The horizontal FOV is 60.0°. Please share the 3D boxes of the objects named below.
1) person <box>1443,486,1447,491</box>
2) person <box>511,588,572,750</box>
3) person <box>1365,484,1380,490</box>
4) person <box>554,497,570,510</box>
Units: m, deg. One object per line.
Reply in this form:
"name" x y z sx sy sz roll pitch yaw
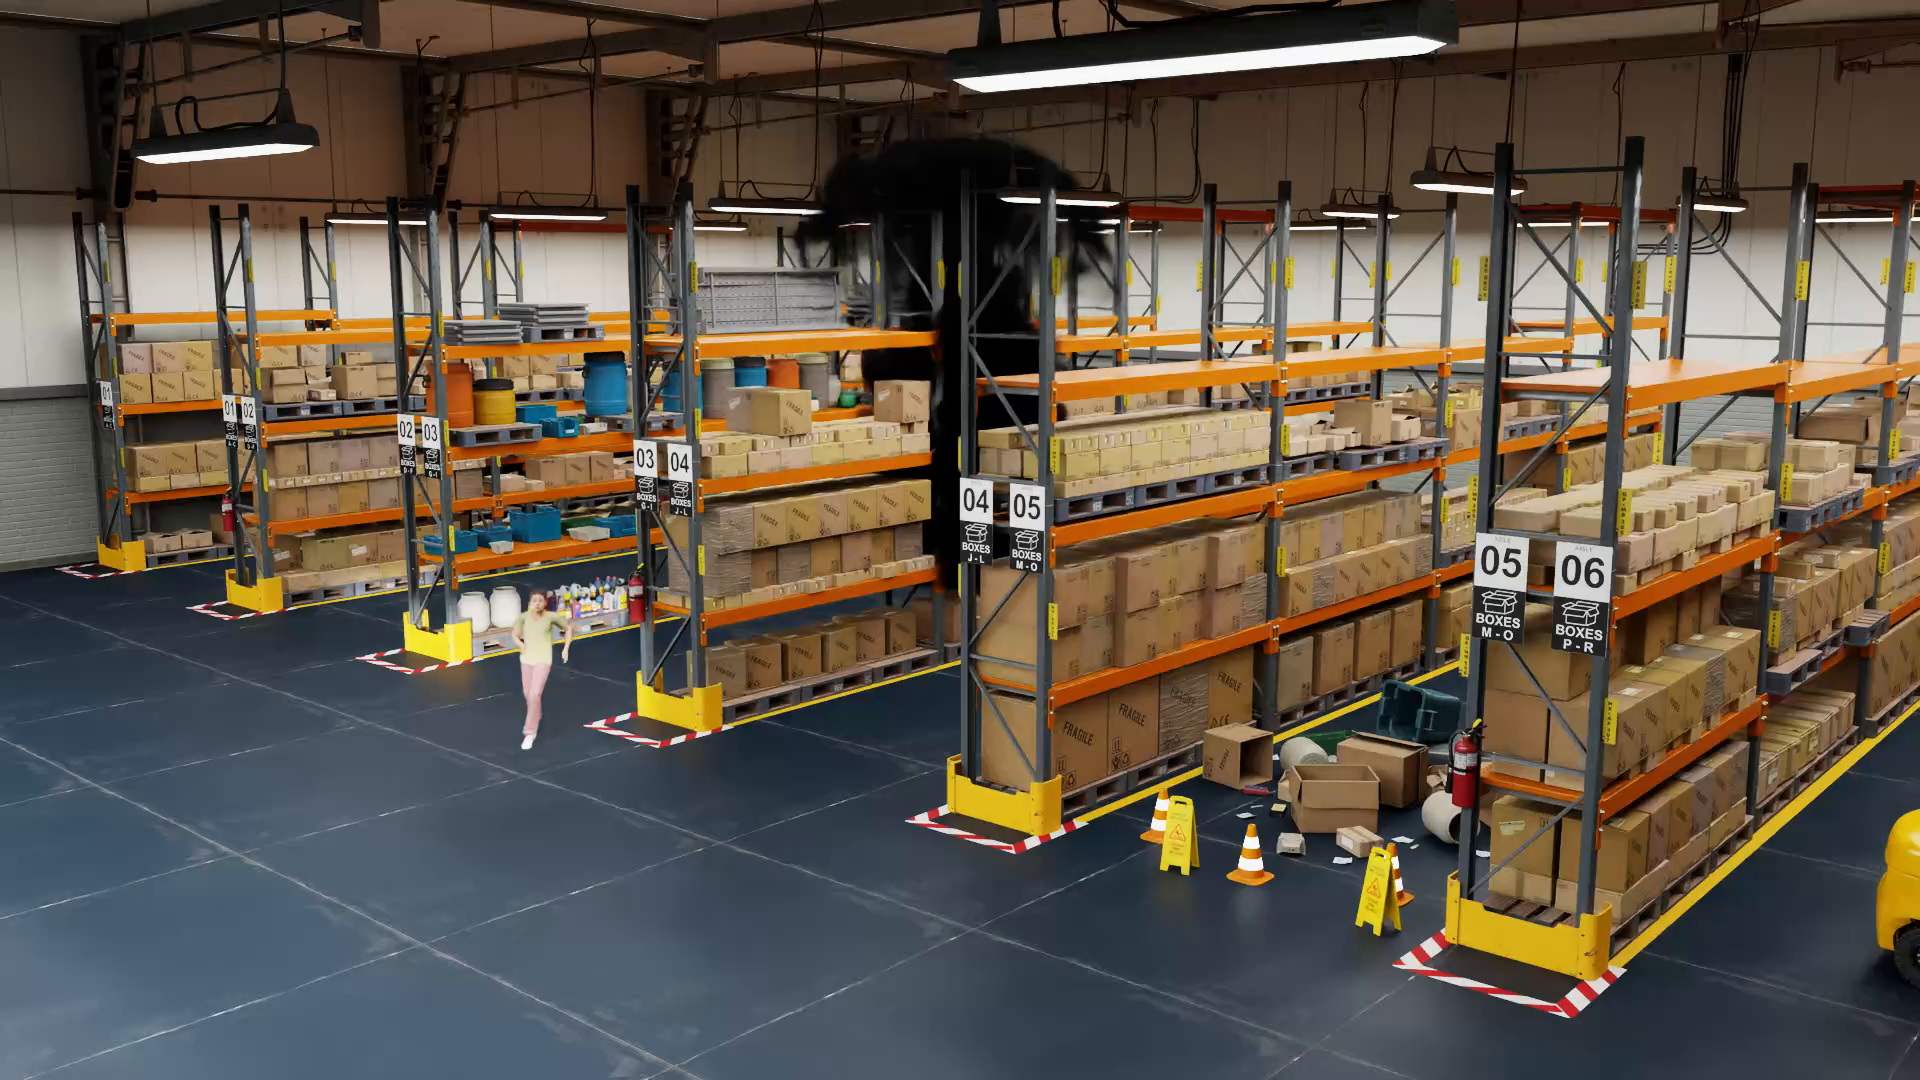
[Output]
"person" 7.601 0.007 26.295 0.584 1.739 0.732 8 13 41
"person" -4.567 1.354 18.092 0.618 1.699 0.850 1 10 6
"person" 6.444 -0.019 26.191 0.633 1.792 1.114 8 12 39
"person" -7.459 -0.803 31.297 0.539 1.591 0.831 6 11 33
